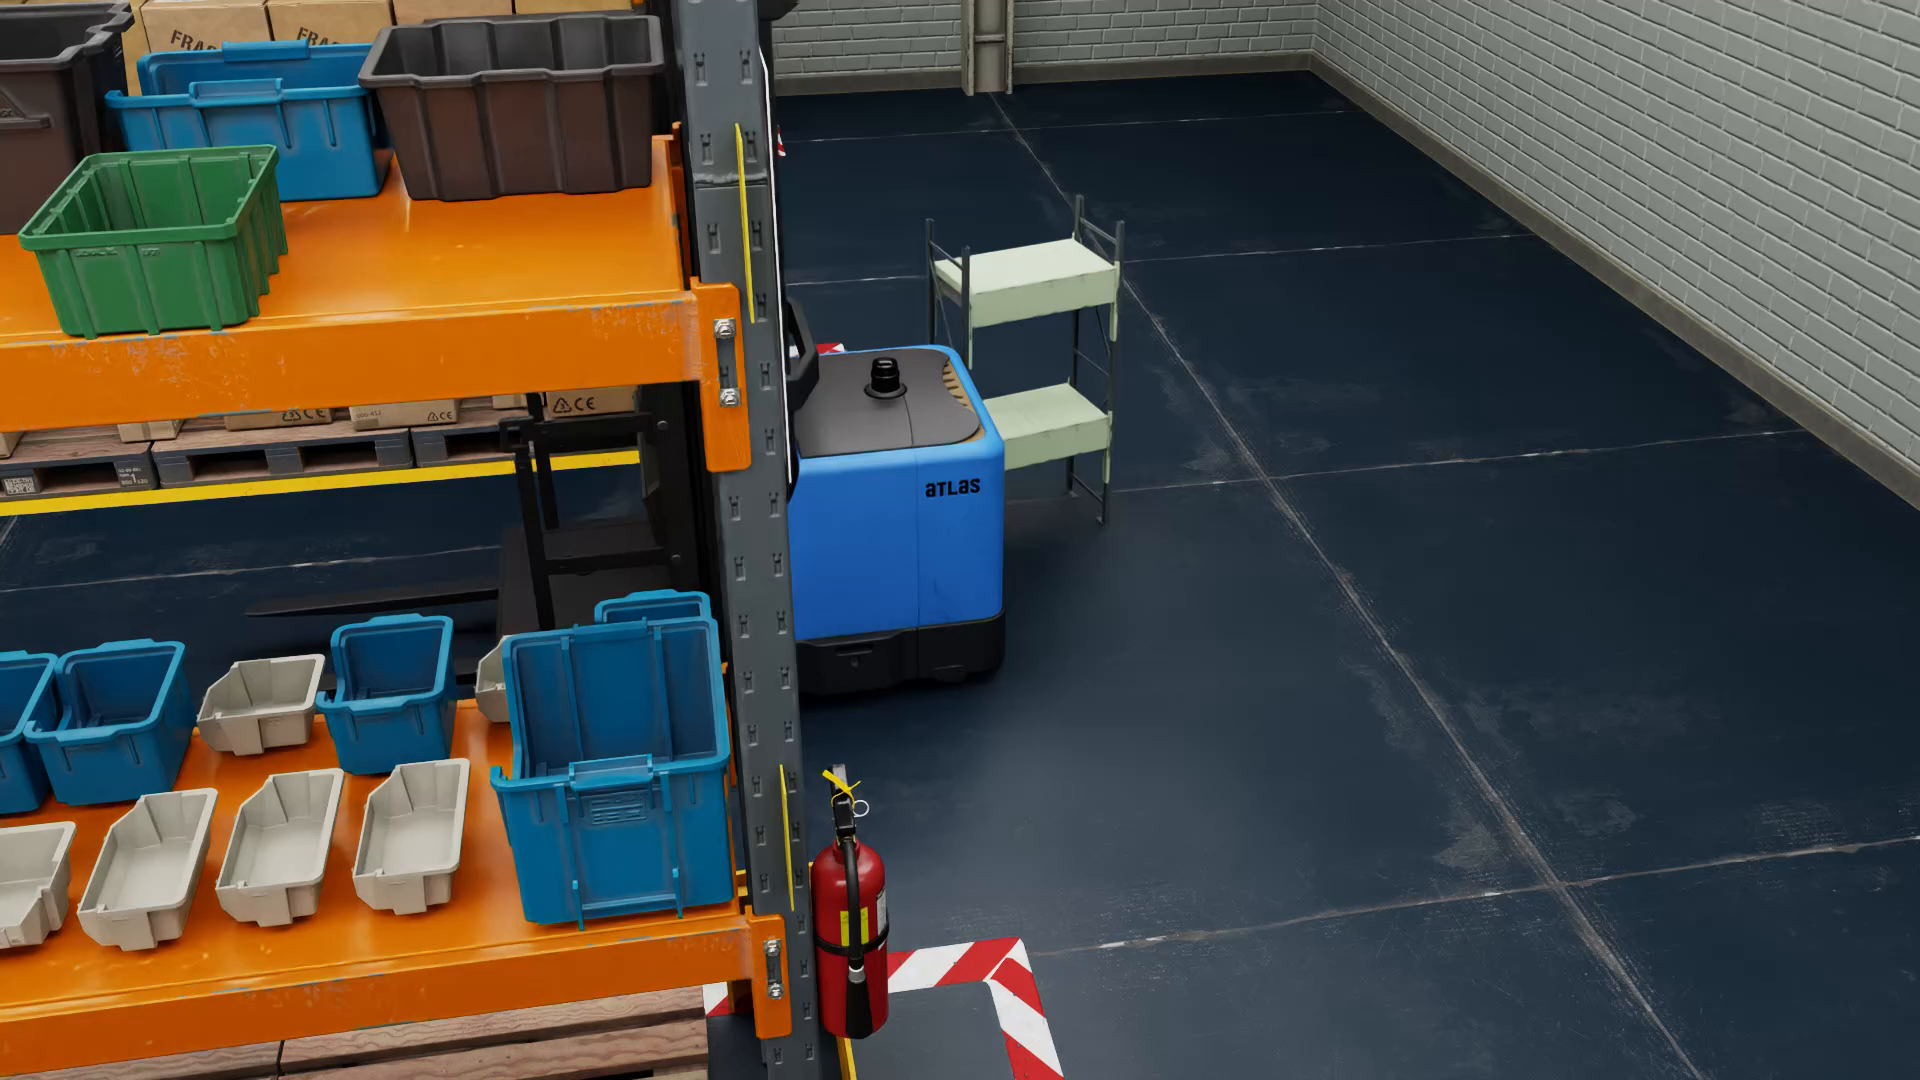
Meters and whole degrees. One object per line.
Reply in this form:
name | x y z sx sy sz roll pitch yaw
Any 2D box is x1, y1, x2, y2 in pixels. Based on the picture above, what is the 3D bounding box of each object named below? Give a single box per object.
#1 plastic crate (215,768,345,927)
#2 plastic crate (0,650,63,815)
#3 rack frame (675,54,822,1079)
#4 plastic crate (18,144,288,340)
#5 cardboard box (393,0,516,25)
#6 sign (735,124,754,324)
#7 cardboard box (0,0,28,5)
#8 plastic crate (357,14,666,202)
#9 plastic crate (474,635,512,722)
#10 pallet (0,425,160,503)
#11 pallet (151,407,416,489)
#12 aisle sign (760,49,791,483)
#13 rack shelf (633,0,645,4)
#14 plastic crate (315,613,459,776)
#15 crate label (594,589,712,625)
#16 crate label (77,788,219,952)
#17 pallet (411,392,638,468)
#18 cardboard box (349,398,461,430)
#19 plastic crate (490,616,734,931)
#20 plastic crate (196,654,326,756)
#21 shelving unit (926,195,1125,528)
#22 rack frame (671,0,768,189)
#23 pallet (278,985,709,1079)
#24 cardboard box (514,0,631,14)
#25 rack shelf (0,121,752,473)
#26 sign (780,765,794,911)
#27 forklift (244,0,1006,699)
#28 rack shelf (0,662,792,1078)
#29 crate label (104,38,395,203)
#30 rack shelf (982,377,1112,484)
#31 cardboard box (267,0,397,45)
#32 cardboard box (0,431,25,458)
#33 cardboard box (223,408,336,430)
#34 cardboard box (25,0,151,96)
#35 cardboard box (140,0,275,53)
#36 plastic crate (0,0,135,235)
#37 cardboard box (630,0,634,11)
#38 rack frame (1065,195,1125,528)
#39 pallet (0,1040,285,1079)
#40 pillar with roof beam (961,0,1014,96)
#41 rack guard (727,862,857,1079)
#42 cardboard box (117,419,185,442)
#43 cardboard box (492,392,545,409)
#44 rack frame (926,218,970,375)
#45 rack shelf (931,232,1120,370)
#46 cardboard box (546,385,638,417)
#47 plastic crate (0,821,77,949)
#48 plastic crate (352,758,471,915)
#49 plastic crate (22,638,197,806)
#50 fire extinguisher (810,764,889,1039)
plastic crate | -1.541 0.706 3.790 0.243 0.136 0.396 -5 31 -9
plastic crate | -2.377 0.487 4.069 0.300 0.233 0.416 -5 31 -9
rack frame | -0.484 0.435 4.052 0.127 3.000 1.000 -5 31 -9
plastic crate | -1.403 -0.535 2.950 0.336 0.188 0.450 -5 31 -9
cardboard box | -2.258 -2.285 7.592 0.500 0.500 0.500 -4 31 -8
sign | -0.369 -0.541 2.854 0.005 0.325 0.100 -5 31 -9
cardboard box | -4.286 -2.094 7.267 0.500 0.500 0.500 -6 31 -10
plastic crate | -0.913 -0.906 3.501 0.590 0.269 0.497 -5 31 -9
plastic crate | -1.117 0.369 4.364 0.298 0.136 0.250 -5 31 -9
pallet | -4.631 -0.530 8.444 1.213 0.211 1.003 -5 31 -9
pallet | -3.429 -0.643 8.636 1.213 0.211 1.003 -5 31 -9
aisle sign | -0.360 -0.547 3.155 0.004 0.787 0.394 -5 31 -9
rack shelf | -4.236 -4.012 12.324 4.000 0.370 1.077 -5 31 -9
plastic crate | -1.434 0.399 4.217 0.300 0.233 0.416 -5 31 -9
crate label | -0.786 0.339 4.320 0.303 0.233 0.416 -5 31 -9
crate label | -1.811 0.744 3.726 0.243 0.136 0.396 -5 31 -9
pallet | -2.231 -0.753 8.823 1.213 0.211 1.003 -5 31 -9
cardboard box | -2.803 -0.796 8.422 0.500 0.250 0.500 -5 31 -9
plastic crate | -0.780 0.517 3.817 0.499 0.435 0.616 -5 31 -9
plastic crate | -1.784 0.431 4.259 0.298 0.136 0.250 -5 31 -9
shelving unit | 0.279 -0.721 7.496 0.755 1.500 0.431 -13 33 -21
rack frame | -0.484 -2.151 2.531 0.127 3.000 1.000 -5 31 -9
pallet | -1.302 1.693 4.663 1.213 0.211 1.003 -5 31 -9
cardboard box | -1.761 -2.332 7.671 0.500 0.500 0.500 -6 31 -9
rack shelf | -2.451 -0.366 3.163 4.000 0.370 1.077 -5 31 -9
sign | -0.369 0.637 3.546 0.005 0.325 0.100 -5 31 -9
forklift | -1.387 -0.788 6.199 3.031 2.935 1.130 -6 31 -10
rack shelf | -2.451 0.927 3.923 4.000 0.370 1.077 -5 31 -9
crate label | -1.450 -0.871 3.460 0.502 0.251 0.408 -5 31 -9
rack shelf | 0.279 -0.440 7.662 0.720 0.370 0.431 -13 33 -21
cardboard box | -2.767 -2.236 7.507 0.500 0.500 0.500 -4 31 -8
cardboard box | -4.855 -0.631 8.083 0.500 0.311 0.500 -5 31 -9
cardboard box | -3.460 -0.958 8.448 0.637 0.503 0.797 -5 31 -9
cardboard box | -3.780 -2.141 7.347 0.500 0.500 0.500 -6 31 -10
cardboard box | -3.272 -2.189 7.428 0.500 0.500 0.500 -4 31 -7
plastic crate | -2.036 -0.829 3.303 0.767 0.338 0.504 -5 31 -9
cardboard box | -1.857 -2.600 8.128 0.500 0.500 0.500 -4 31 -7
rack frame | 0.611 -0.799 7.630 0.023 1.500 0.400 -13 33 -21
pallet | -2.500 1.802 4.477 1.213 0.211 1.003 -5 31 -9
pillar with roof beam | 1.007 -5.622 8.434 0.400 9.000 9.100 -5 31 -9
rack guard | -0.463 1.503 4.700 0.348 0.500 1.175 -5 31 -9
cardboard box | -4.006 -0.653 8.262 0.250 0.166 0.380 -5 31 -9
cardboard box | -2.278 -0.839 8.579 0.250 0.166 0.380 -5 31 -9
rack frame | -0.053 -0.642 7.363 0.023 1.500 0.400 -13 33 -21
rack shelf | 0.279 -1.057 7.298 0.720 0.370 0.431 -13 33 -21
cardboard box | -1.863 -0.975 8.481 0.500 0.500 0.500 -5 31 -9
plastic crate | -2.099 0.780 3.665 0.250 0.136 0.298 -5 31 -9
plastic crate | -1.254 0.687 3.823 0.243 0.136 0.396 -5 31 -9
plastic crate | -2.081 0.460 4.115 0.300 0.233 0.416 -5 31 -9
fire extinguisher | -0.254 0.842 3.804 0.183 0.674 0.296 -5 31 -9
